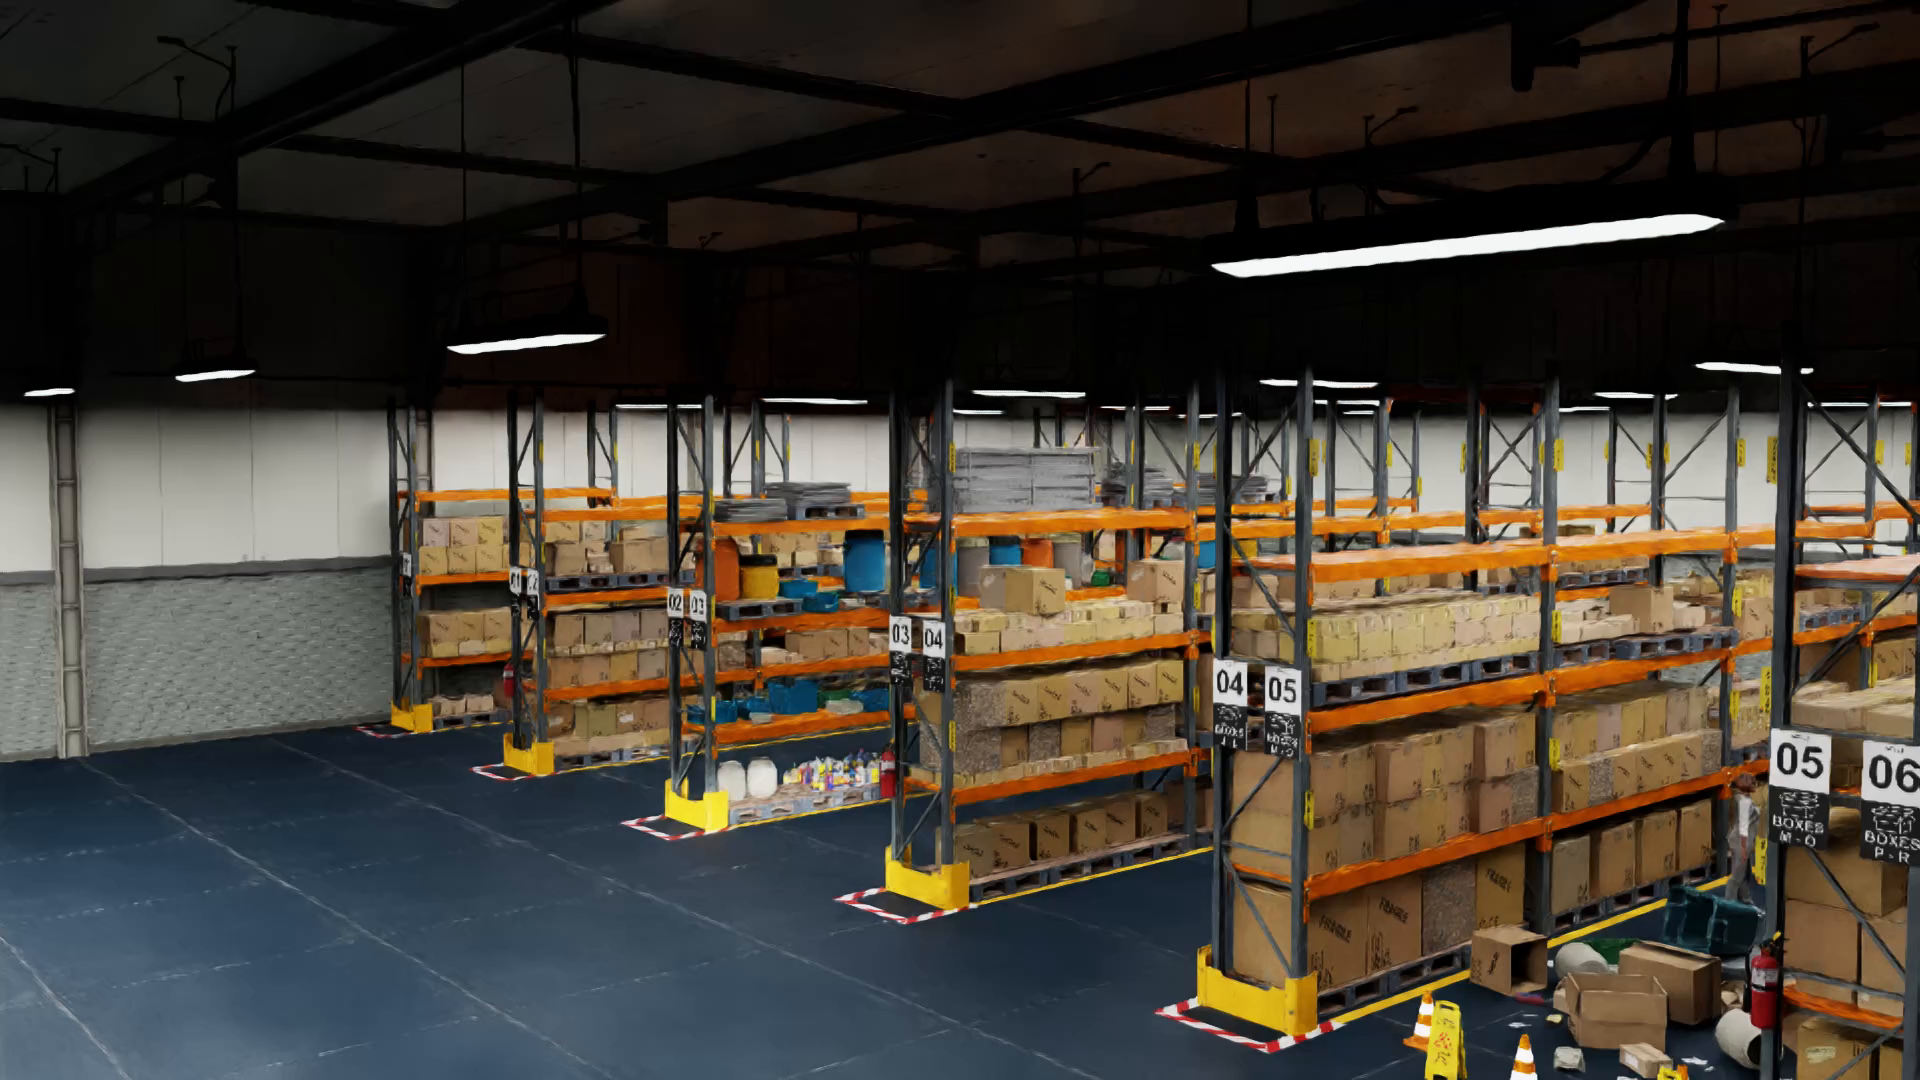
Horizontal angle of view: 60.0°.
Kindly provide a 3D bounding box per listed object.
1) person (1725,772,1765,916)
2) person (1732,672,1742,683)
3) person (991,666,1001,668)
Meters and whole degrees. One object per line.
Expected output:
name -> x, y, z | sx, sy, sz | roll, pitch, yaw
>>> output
person -> 8.507, 3.303, 17.995 | 0.463, 1.603, 0.561 | 1, 4, 22
person -> 11.834, 2.844, 25.267 | 0.948, 1.699, 0.710 | -2, 4, -34
person -> 0.631, 2.515, 30.649 | 0.902, 1.714, 0.739 | -3, 5, -44
